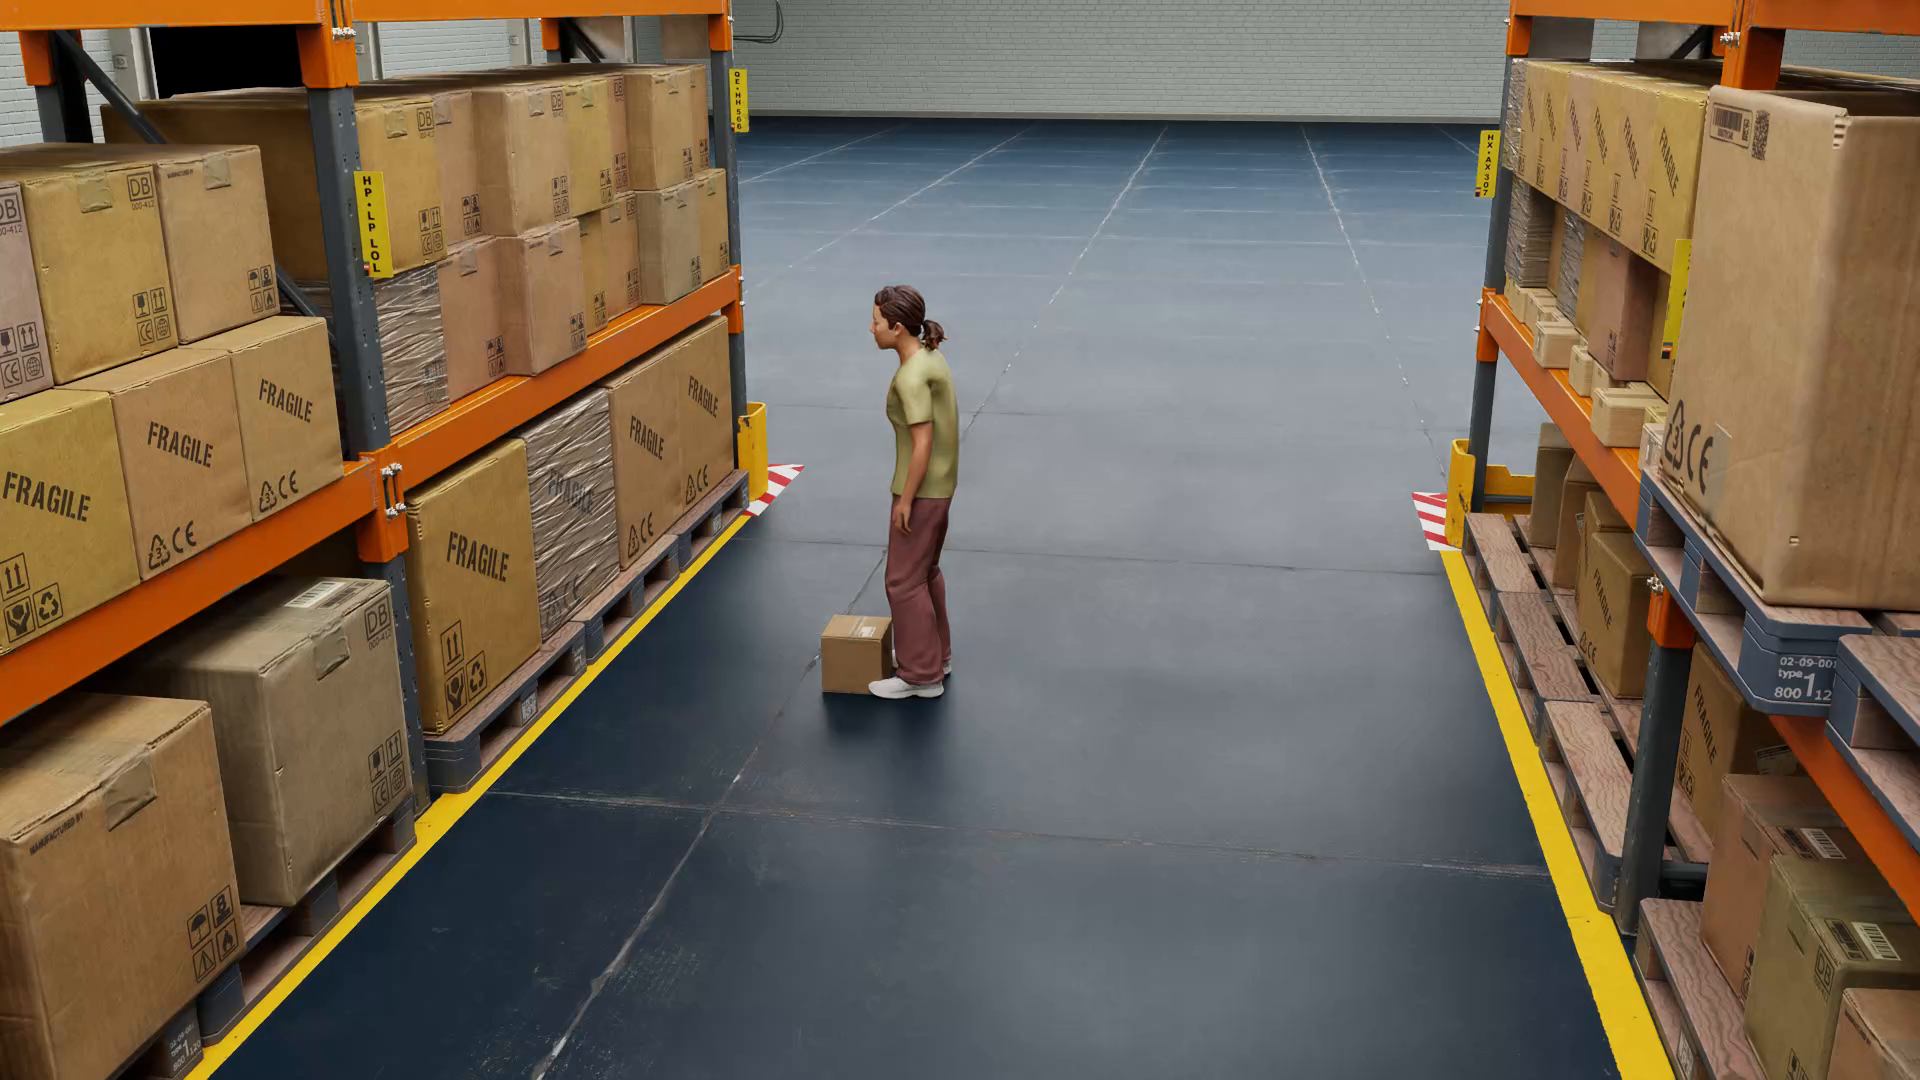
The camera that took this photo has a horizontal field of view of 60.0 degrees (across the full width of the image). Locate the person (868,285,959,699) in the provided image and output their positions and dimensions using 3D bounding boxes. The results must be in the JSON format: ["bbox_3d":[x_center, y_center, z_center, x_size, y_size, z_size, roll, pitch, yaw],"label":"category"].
[{"bbox_3d":[-0.185,-0.190,6.642,0.357,1.673,0.518,2,18,6],"label":"person"}]
